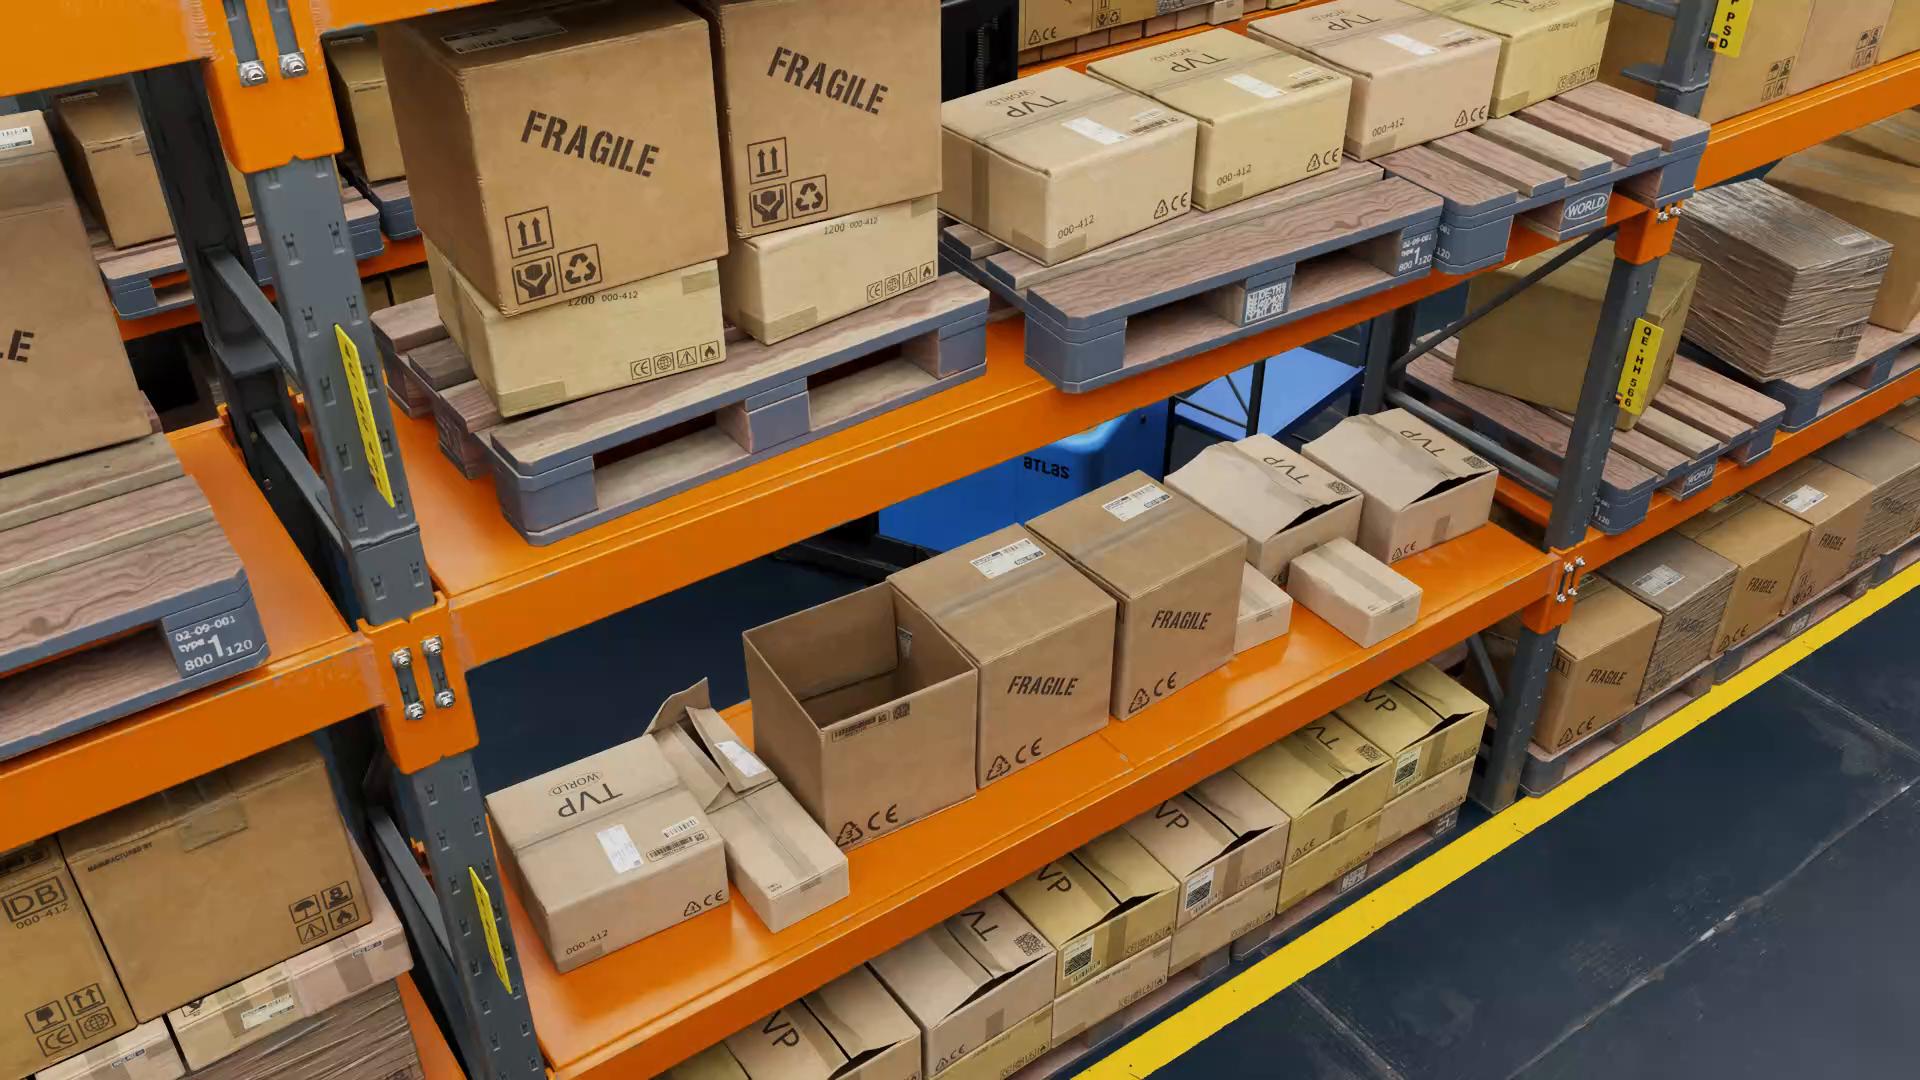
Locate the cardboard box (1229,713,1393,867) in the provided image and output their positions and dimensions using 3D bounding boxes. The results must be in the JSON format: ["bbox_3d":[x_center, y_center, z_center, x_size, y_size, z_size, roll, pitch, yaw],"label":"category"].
[{"bbox_3d":[1.205,0.827,6.045,0.500,0.311,0.500,-23,42,-29],"label":"cardboard box"}]

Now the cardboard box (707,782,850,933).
[{"bbox_3d":[-0.515,0.885,4.666,0.250,0.149,0.380,-22,41,-28],"label":"cardboard box"}]

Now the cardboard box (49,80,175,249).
[{"bbox_3d":[-3.778,-1.754,7.657,0.500,0.500,0.700,-22,41,-28],"label":"cardboard box"}]

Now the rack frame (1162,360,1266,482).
[{"bbox_3d":[1.174,-0.595,7.793,0.500,1.500,0.032,27,44,32],"label":"rack frame"}]

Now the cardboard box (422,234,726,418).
[{"bbox_3d":[-0.848,-0.547,3.641,0.500,0.250,0.500,-18,39,-23],"label":"cardboard box"}]

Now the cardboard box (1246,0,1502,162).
[{"bbox_3d":[1.156,-1.325,4.723,0.500,0.250,0.500,-21,41,-27],"label":"cardboard box"}]

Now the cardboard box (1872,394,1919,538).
[{"bbox_3d":[4.535,-0.407,8.010,0.500,0.500,0.500,-22,41,-28],"label":"cardboard box"}]

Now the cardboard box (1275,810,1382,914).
[{"bbox_3d":[1.204,1.052,6.214,0.500,0.250,0.500,-23,42,-28],"label":"cardboard box"}]

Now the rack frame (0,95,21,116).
[{"bbox_3d":[-4.214,-1.380,7.600,0.127,3.000,1.000,-22,41,-28],"label":"rack frame"}]

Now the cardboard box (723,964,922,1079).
[{"bbox_3d":[-0.464,1.515,5.089,0.500,0.311,0.500,-23,42,-28],"label":"cardboard box"}]

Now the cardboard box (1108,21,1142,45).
[{"bbox_3d":[0.925,-3.238,10.381,0.250,0.149,0.380,-21,41,-27],"label":"cardboard box"}]

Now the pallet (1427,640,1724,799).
[{"bbox_3d":[2.545,0.537,7.323,1.213,0.211,1.003,-22,41,-28],"label":"pallet"}]

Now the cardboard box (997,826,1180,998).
[{"bbox_3d":[0.380,1.163,5.578,0.500,0.311,0.500,-21,41,-27],"label":"cardboard box"}]

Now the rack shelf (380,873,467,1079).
[{"bbox_3d":[-2.992,1.948,3.589,4.000,0.370,1.077,-22,41,-28],"label":"rack shelf"}]

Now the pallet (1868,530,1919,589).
[{"bbox_3d":[4.539,-0.284,8.464,1.213,0.211,1.003,-22,41,-28],"label":"pallet"}]

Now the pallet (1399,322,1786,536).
[{"bbox_3d":[2.426,-0.546,6.604,1.003,0.211,1.213,-22,41,-28],"label":"pallet"}]

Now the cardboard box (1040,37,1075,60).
[{"bbox_3d":[0.494,-3.078,10.158,0.250,0.149,0.380,-22,41,-27],"label":"cardboard box"}]

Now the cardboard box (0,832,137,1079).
[{"bbox_3d":[-2.128,0.739,3.457,0.500,0.500,0.700,-22,41,-28],"label":"cardboard box"}]

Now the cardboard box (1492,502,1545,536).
[{"bbox_3d":[2.585,-0.278,7.190,0.500,0.250,0.500,-21,41,-26],"label":"cardboard box"}]

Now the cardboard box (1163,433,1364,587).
[{"bbox_3d":[1.070,-0.118,5.921,0.500,0.311,0.500,-23,42,-28],"label":"cardboard box"}]

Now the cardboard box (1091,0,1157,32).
[{"bbox_3d":[0.861,-3.453,10.125,0.500,0.500,0.500,-21,41,-27],"label":"cardboard box"}]

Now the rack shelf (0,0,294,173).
[{"bbox_3d":[-2.992,-0.325,1.954,4.000,0.370,1.077,-22,41,-28],"label":"rack shelf"}]

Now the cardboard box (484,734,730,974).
[{"bbox_3d":[-0.980,0.858,4.617,0.500,0.250,0.500,-20,40,-25],"label":"cardboard box"}]

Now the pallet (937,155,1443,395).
[{"bbox_3d":[0.497,-0.855,4.462,1.213,0.211,1.003,-20,40,-26],"label":"pallet"}]

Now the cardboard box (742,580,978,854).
[{"bbox_3d":[-0.289,0.515,4.880,0.500,0.500,0.500,-19,40,-25],"label":"cardboard box"}]

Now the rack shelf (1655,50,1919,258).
[{"bbox_3d":[3.547,-1.961,6.454,4.000,0.370,1.077,-22,41,-28],"label":"rack shelf"}]

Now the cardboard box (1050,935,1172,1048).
[{"bbox_3d":[0.372,1.394,5.738,0.500,0.250,0.500,-22,41,-27],"label":"cardboard box"}]

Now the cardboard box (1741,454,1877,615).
[{"bbox_3d":[3.710,-0.066,7.537,0.500,0.500,0.500,-24,42,-29],"label":"cardboard box"}]

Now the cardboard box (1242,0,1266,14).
[{"bbox_3d":[1.782,-3.566,10.838,0.250,0.149,0.380,-21,41,-27],"label":"cardboard box"}]

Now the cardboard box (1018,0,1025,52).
[{"bbox_3d":[0.034,-3.108,9.644,0.500,0.500,0.500,-21,41,-26],"label":"cardboard box"}]

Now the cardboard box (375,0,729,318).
[{"bbox_3d":[-0.830,-0.837,3.403,0.500,0.500,0.500,-22,41,-27],"label":"cardboard box"}]

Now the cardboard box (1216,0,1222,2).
[{"bbox_3d":[1.682,-3.788,10.591,0.500,0.500,0.500,-22,41,-28],"label":"cardboard box"}]

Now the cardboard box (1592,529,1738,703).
[{"bbox_3d":[2.874,0.278,7.058,0.500,0.500,0.500,-24,42,-29],"label":"cardboard box"}]

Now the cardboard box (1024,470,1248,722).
[{"bbox_3d":[0.550,0.169,5.360,0.500,0.500,0.500,-25,42,-30],"label":"cardboard box"}]

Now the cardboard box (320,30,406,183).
[{"bbox_3d":[-2.797,-2.175,8.243,0.500,0.500,0.700,-17,39,-22],"label":"cardboard box"}]

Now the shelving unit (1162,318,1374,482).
[{"bbox_3d":[1.509,-0.819,8.104,0.538,1.500,1.048,27,44,32],"label":"shelving unit"}]

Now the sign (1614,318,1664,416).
[{"bbox_3d":[2.235,-0.569,5.480,0.005,0.325,0.100,-22,41,-28],"label":"sign"}]

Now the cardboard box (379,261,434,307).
[{"bbox_3d":[-2.841,-1.430,8.791,0.500,0.250,0.500,-24,42,-29],"label":"cardboard box"}]

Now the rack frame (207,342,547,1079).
[{"bbox_3d":[-1.357,0.983,4.314,0.127,3.000,1.000,-22,41,-28],"label":"rack frame"}]

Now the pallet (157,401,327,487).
[{"bbox_3d":[-3.578,-0.510,8.779,1.213,0.211,1.003,-22,41,-28],"label":"pallet"}]

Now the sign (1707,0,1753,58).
[{"bbox_3d":[2.226,-1.554,4.763,0.005,0.325,0.100,-22,41,-28],"label":"sign"}]

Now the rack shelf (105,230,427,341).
[{"bbox_3d":[-2.579,-1.761,8.745,4.000,0.370,1.077,-22,41,-28],"label":"rack shelf"}]

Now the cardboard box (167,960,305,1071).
[{"bbox_3d":[-1.659,0.955,3.712,0.250,0.149,0.380,-23,42,-29],"label":"cardboard box"}]

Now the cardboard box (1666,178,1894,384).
[{"bbox_3d":[3.220,-1.056,6.703,0.500,0.500,0.700,-15,38,-19],"label":"cardboard box"}]

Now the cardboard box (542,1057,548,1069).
[{"bbox_3d":[-1.191,1.428,5.210,0.500,0.311,0.500,-22,41,-28],"label":"cardboard box"}]

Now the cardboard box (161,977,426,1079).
[{"bbox_3d":[-1.716,1.095,4.073,0.500,0.500,0.700,-24,42,-29],"label":"cardboard box"}]

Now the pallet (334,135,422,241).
[{"bbox_3d":[-2.539,-1.962,8.573,1.213,0.211,1.003,-22,41,-28],"label":"pallet"}]

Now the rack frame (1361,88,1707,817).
[{"bbox_3d":[1.912,-0.362,6.185,0.127,3.000,1.000,-22,41,-28],"label":"rack frame"}]

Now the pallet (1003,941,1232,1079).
[{"bbox_3d":[0.221,1.436,6.073,1.213,0.211,1.003,-22,41,-28],"label":"pallet"}]

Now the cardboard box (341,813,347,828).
[{"bbox_3d":[-1.688,0.677,4.098,0.250,0.149,0.380,-22,41,-28],"label":"cardboard box"}]

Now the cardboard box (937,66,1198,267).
[{"bbox_3d":[0.241,-0.958,4.213,0.500,0.250,0.500,-26,43,-32],"label":"cardboard box"}]

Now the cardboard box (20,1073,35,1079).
[{"bbox_3d":[-2.086,1.133,3.464,0.250,0.149,0.380,-22,41,-28],"label":"cardboard box"}]

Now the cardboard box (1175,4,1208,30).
[{"bbox_3d":[1.362,-3.399,10.605,0.250,0.149,0.380,-22,41,-28],"label":"cardboard box"}]

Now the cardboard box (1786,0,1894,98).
[{"bbox_3d":[2.667,-1.955,5.745,0.500,0.500,0.910,-22,41,-28],"label":"cardboard box"}]

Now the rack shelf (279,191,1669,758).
[{"bbox_3d":[0.278,-0.615,4.584,4.000,0.370,1.077,-22,41,-28],"label":"rack shelf"}]

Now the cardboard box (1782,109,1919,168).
[{"bbox_3d":[4.140,-1.605,7.467,0.500,0.500,0.700,-16,39,-21],"label":"cardboard box"}]

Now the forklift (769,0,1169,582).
[{"bbox_3d":[-0.561,-1.349,7.616,3.031,2.935,1.130,16,39,21],"label":"forklift"}]

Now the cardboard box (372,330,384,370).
[{"bbox_3d":[-3.228,-0.997,8.831,0.500,0.500,0.700,-23,42,-29],"label":"cardboard box"}]
